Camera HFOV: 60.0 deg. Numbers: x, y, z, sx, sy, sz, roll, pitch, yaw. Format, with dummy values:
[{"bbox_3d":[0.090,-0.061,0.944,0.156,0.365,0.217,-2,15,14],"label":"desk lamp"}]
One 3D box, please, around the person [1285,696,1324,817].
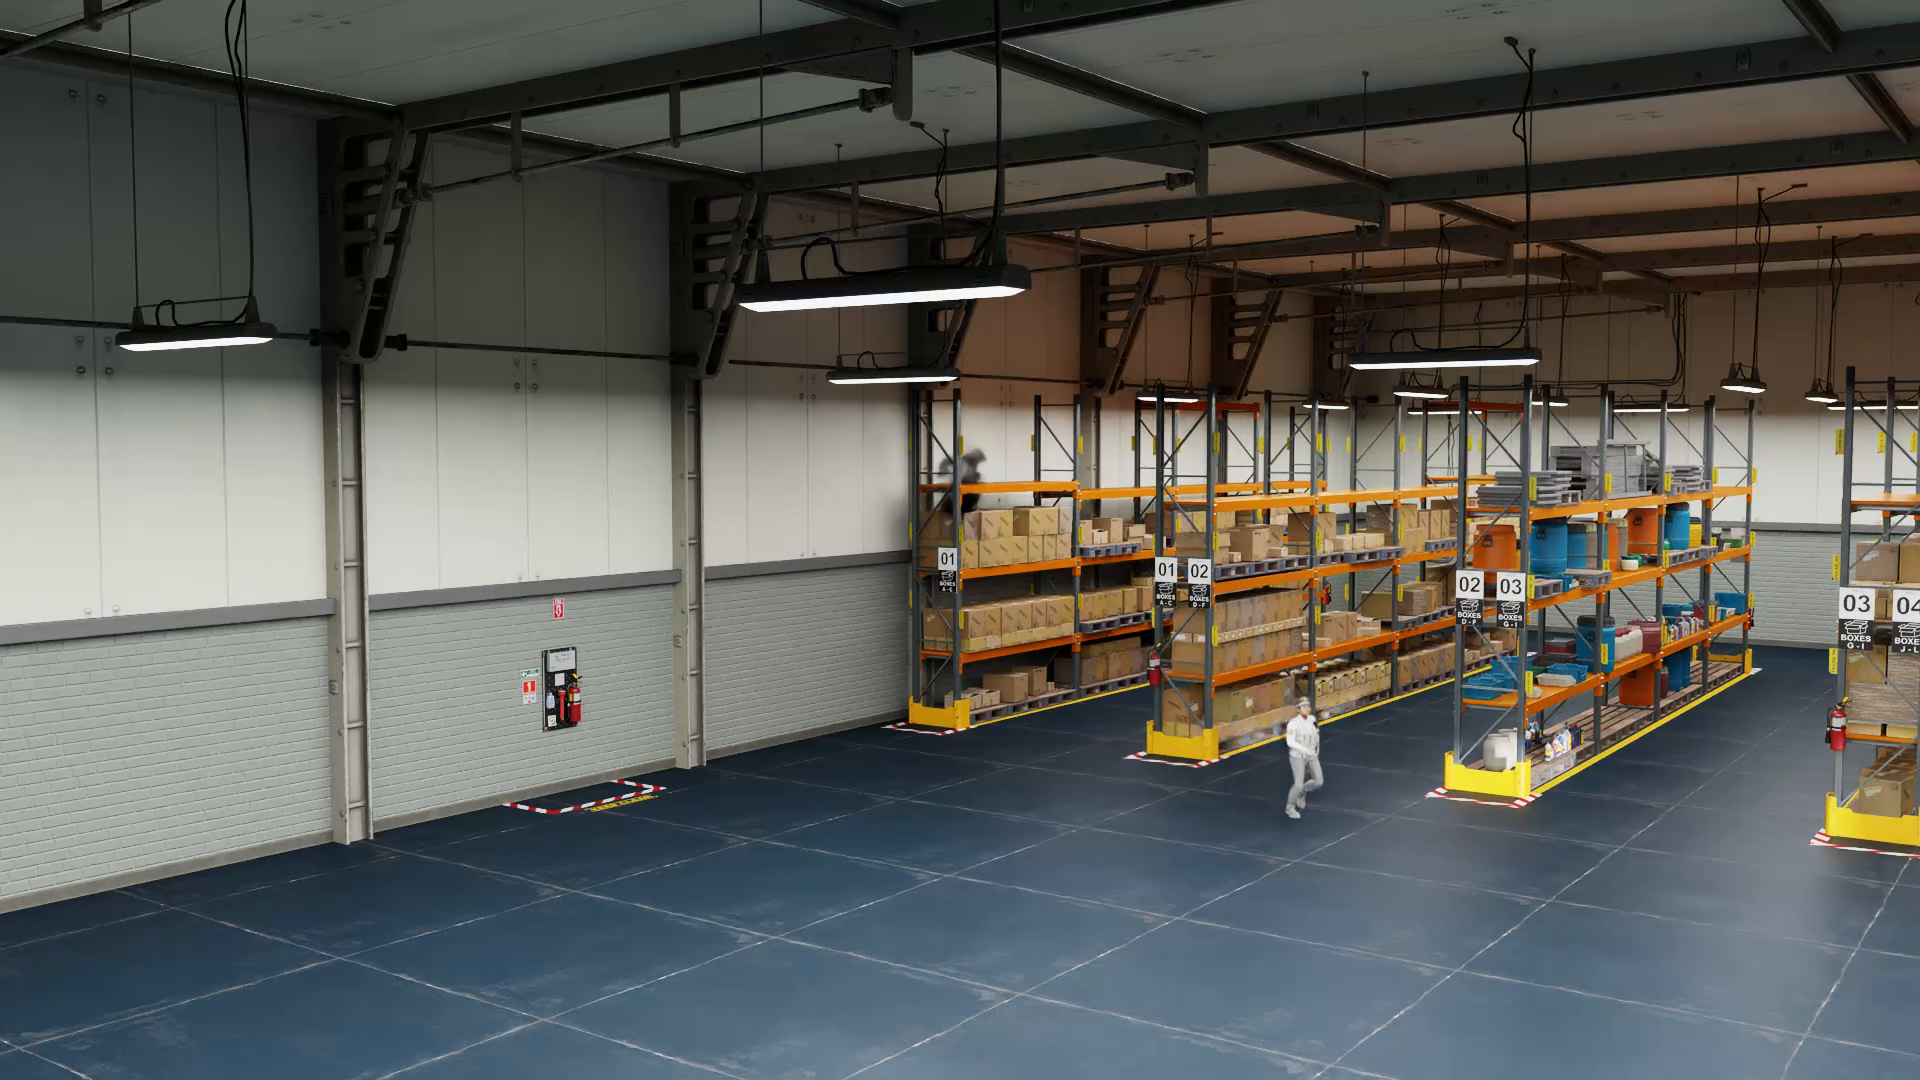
[{"bbox_3d":[4.635,2.906,22.260,0.636,1.654,0.672,-1,4,-23],"label":"person"}]
